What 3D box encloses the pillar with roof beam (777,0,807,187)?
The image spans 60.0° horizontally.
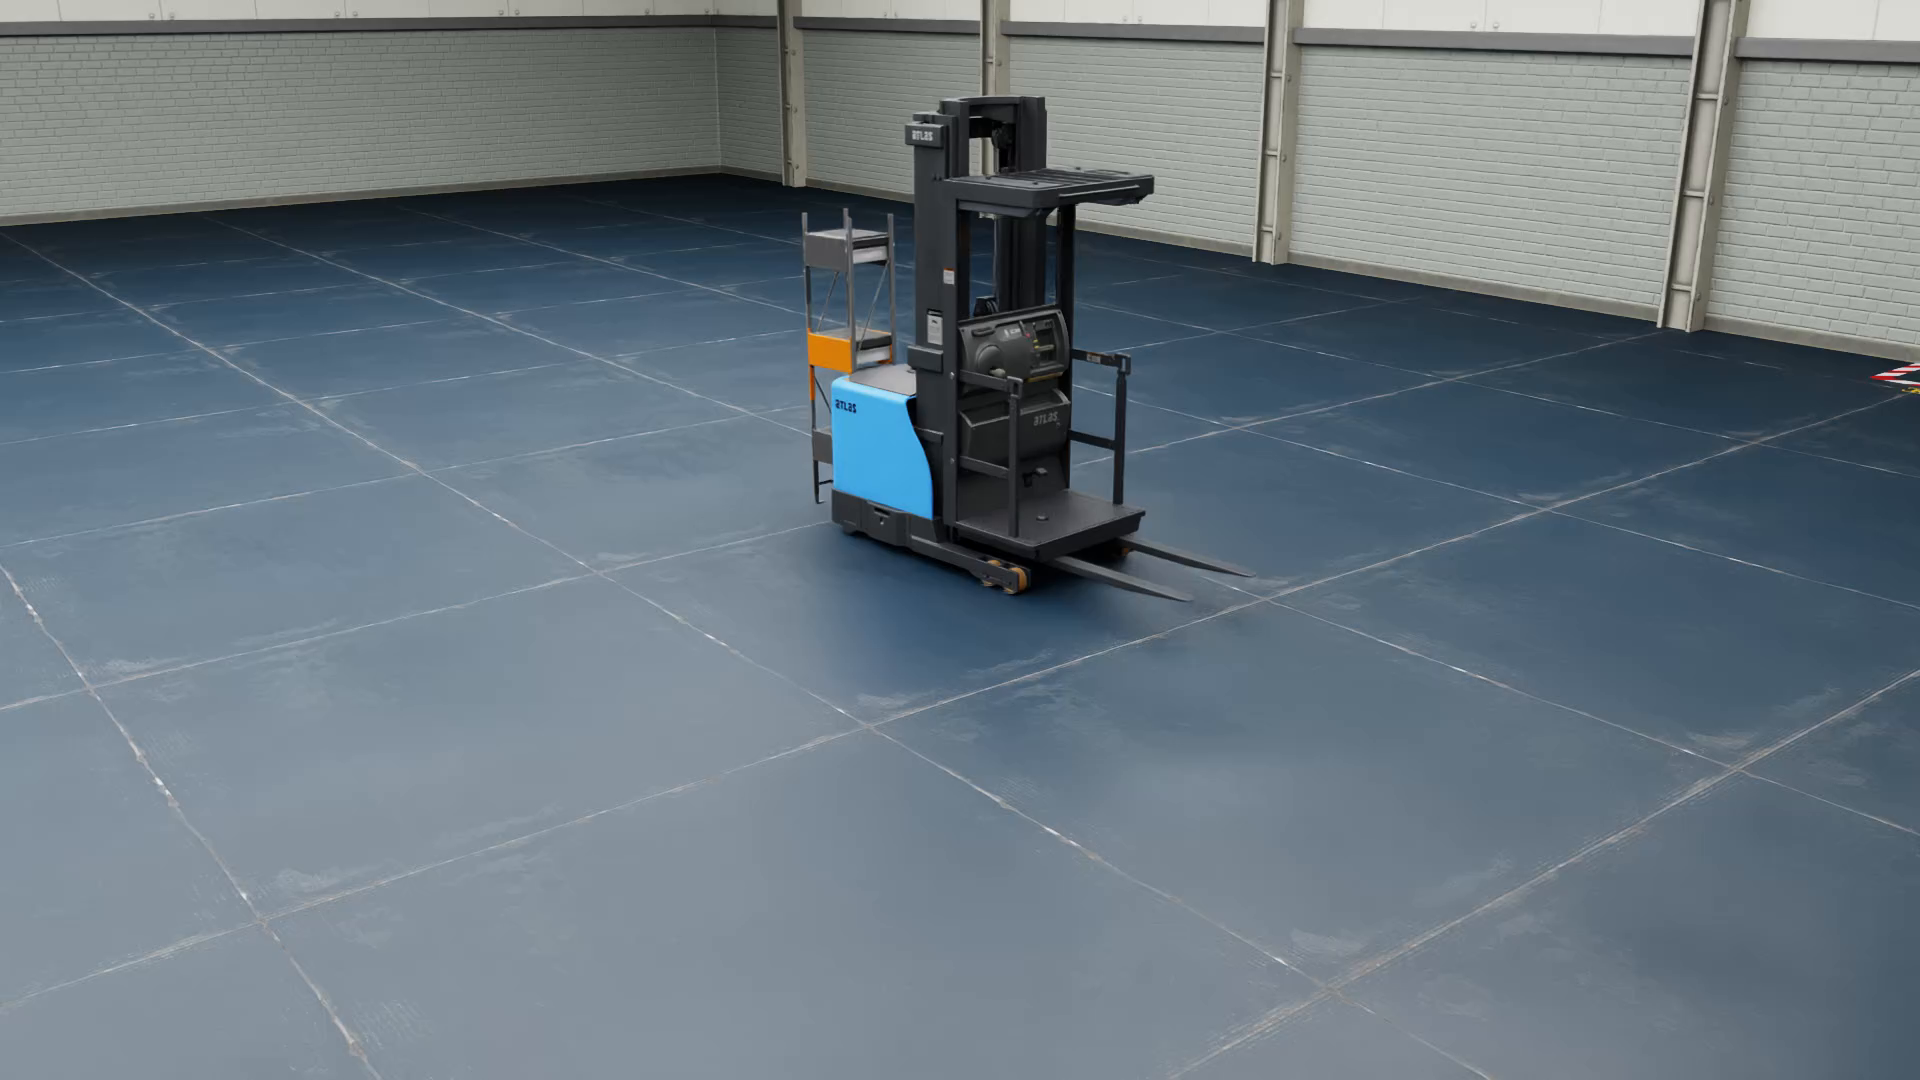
[{"bbox_3d":[-6.542,-10.227,27.931,9.100,9.000,0.400,-14,23,-36],"label":"pillar with roof beam"}]

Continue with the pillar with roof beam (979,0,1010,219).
[{"bbox_3d":[-2.817,-8.748,23.466,9.100,9.000,0.400,-14,23,-36],"label":"pillar with roof beam"}]

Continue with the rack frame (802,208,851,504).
[{"bbox_3d":[-0.929,-1.307,11.968,0.400,2.100,0.015,-16,23,-40],"label":"rack frame"}]

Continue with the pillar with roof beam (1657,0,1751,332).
[{"bbox_3d":[4.634,-5.791,14.536,9.100,9.000,0.400,-14,23,-36],"label":"pillar with roof beam"}]

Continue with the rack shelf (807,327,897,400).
[{"bbox_3d":[-0.763,-1.242,11.801,0.431,0.518,0.480,-16,23,-40],"label":"rack shelf"}]

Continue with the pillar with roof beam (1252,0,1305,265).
[{"bbox_3d":[0.909,-7.270,19.001,9.100,9.000,0.400,-14,23,-36],"label":"pillar with roof beam"}]

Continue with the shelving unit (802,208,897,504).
[{"bbox_3d":[-0.763,-1.255,11.797,0.431,2.100,0.503,-16,23,-40],"label":"shelving unit"}]

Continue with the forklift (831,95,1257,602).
[{"bbox_3d":[0.499,-1.239,10.440,1.130,2.935,3.031,-17,25,-42],"label":"forklift"}]

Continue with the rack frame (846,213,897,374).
[{"bbox_3d":[-0.597,-1.204,11.625,0.400,2.100,0.015,-16,23,-40],"label":"rack frame"}]

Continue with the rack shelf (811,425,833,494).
[{"bbox_3d":[-0.753,-0.575,12.010,0.431,0.518,0.480,-16,23,-40],"label":"rack shelf"}]

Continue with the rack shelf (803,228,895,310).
[{"bbox_3d":[-0.773,-1.910,11.591,0.431,0.518,0.480,-16,23,-40],"label":"rack shelf"}]
